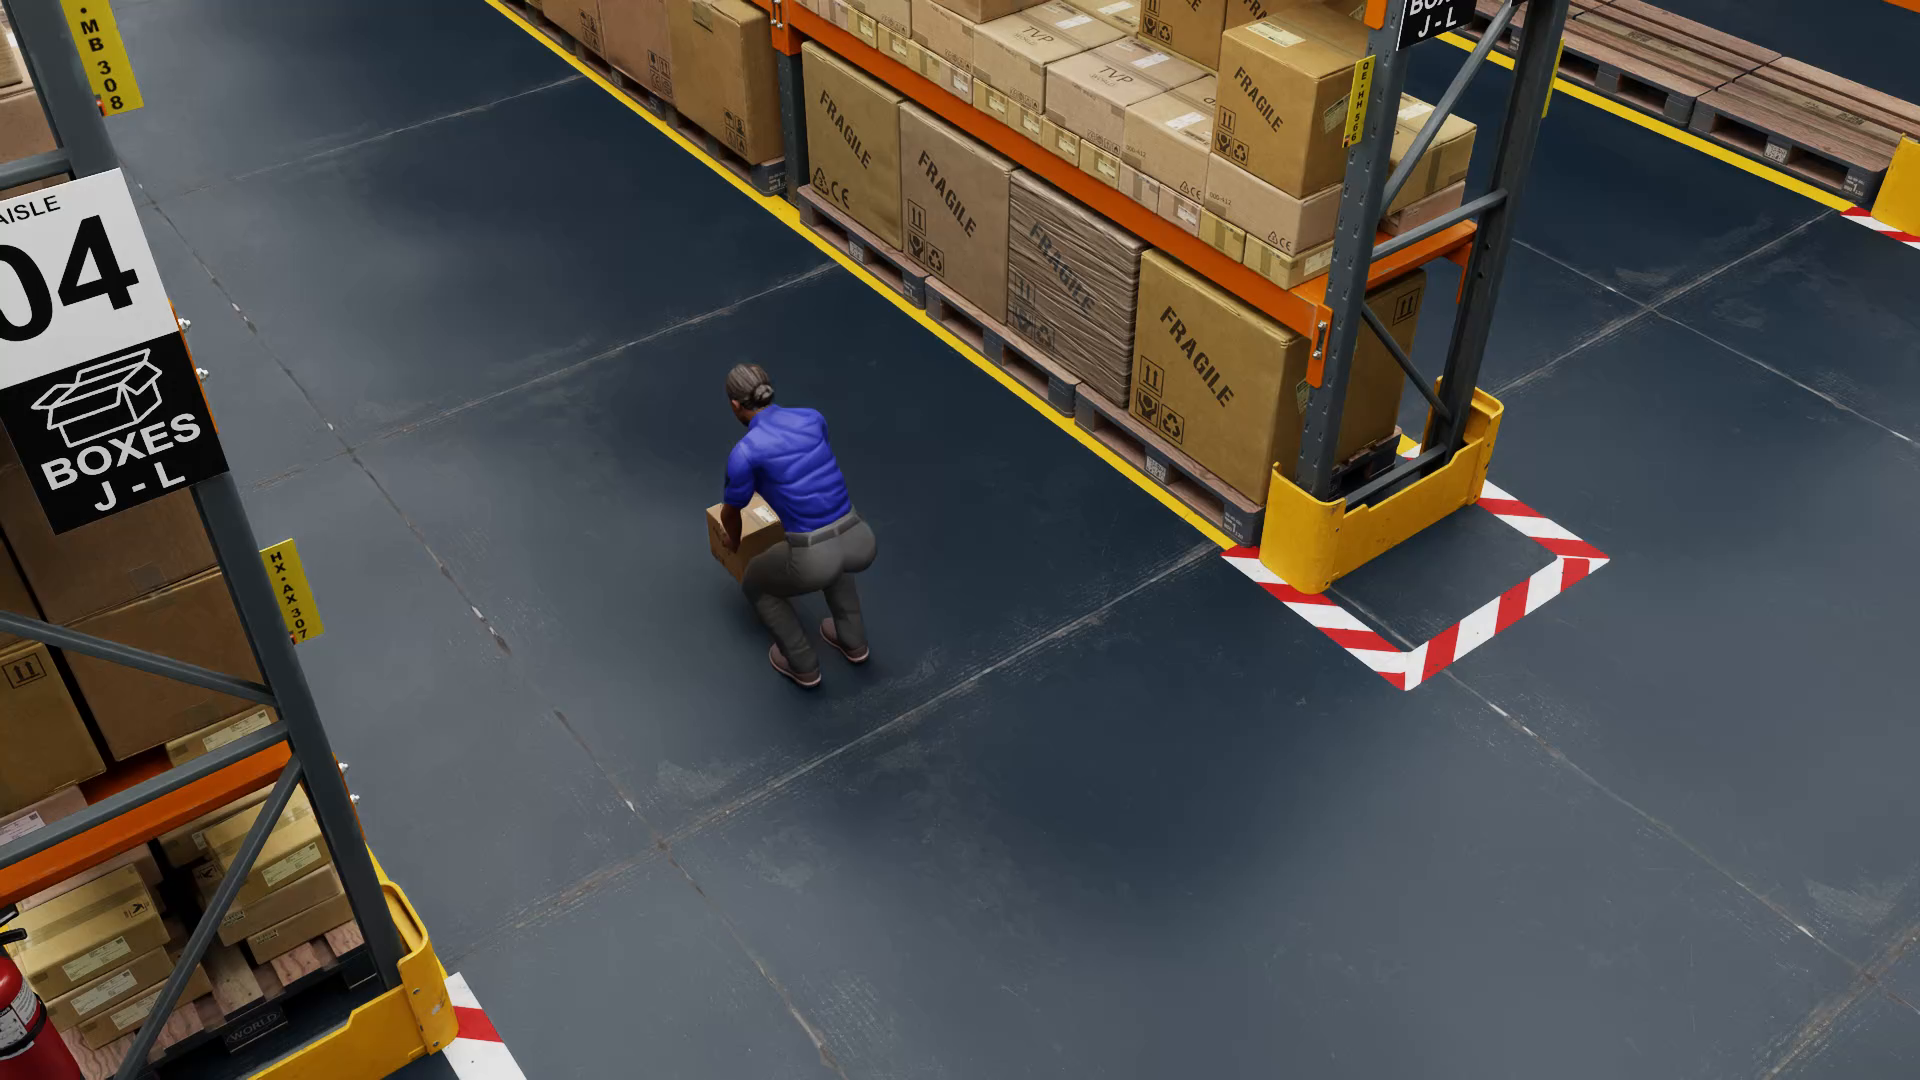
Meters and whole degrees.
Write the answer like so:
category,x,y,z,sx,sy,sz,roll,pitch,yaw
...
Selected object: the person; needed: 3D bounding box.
category,x,y,z,sx,sy,sz,roll,pitch,yaw
person,-0.646,-0.022,6.465,0.498,1.306,0.668,-26,47,-27
